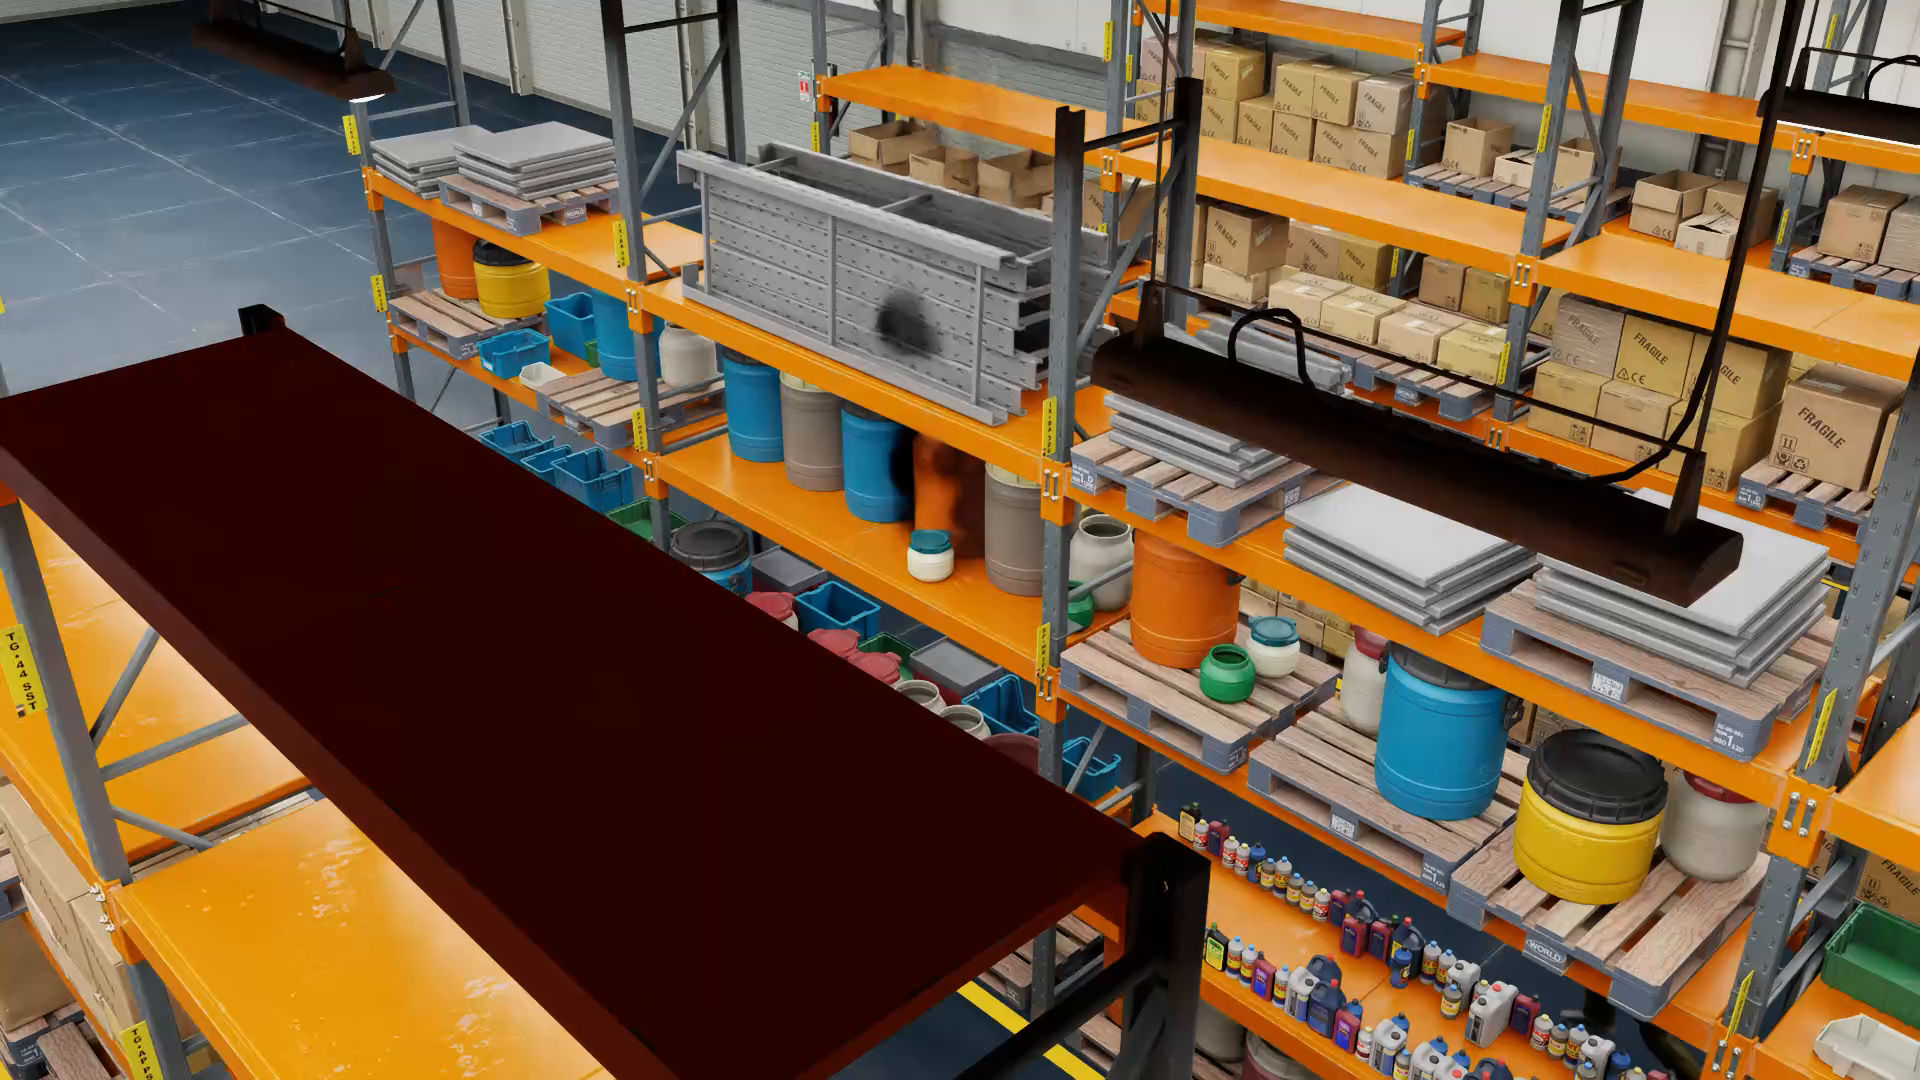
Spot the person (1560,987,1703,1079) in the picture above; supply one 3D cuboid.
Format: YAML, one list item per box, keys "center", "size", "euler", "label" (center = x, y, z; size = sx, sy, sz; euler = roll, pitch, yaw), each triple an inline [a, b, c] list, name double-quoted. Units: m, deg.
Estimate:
- center: [4.237, 2.625, 10.000]
  size: [0.728, 1.710, 1.112]
  euler: [-22, 35, -35]
  label: "person"
